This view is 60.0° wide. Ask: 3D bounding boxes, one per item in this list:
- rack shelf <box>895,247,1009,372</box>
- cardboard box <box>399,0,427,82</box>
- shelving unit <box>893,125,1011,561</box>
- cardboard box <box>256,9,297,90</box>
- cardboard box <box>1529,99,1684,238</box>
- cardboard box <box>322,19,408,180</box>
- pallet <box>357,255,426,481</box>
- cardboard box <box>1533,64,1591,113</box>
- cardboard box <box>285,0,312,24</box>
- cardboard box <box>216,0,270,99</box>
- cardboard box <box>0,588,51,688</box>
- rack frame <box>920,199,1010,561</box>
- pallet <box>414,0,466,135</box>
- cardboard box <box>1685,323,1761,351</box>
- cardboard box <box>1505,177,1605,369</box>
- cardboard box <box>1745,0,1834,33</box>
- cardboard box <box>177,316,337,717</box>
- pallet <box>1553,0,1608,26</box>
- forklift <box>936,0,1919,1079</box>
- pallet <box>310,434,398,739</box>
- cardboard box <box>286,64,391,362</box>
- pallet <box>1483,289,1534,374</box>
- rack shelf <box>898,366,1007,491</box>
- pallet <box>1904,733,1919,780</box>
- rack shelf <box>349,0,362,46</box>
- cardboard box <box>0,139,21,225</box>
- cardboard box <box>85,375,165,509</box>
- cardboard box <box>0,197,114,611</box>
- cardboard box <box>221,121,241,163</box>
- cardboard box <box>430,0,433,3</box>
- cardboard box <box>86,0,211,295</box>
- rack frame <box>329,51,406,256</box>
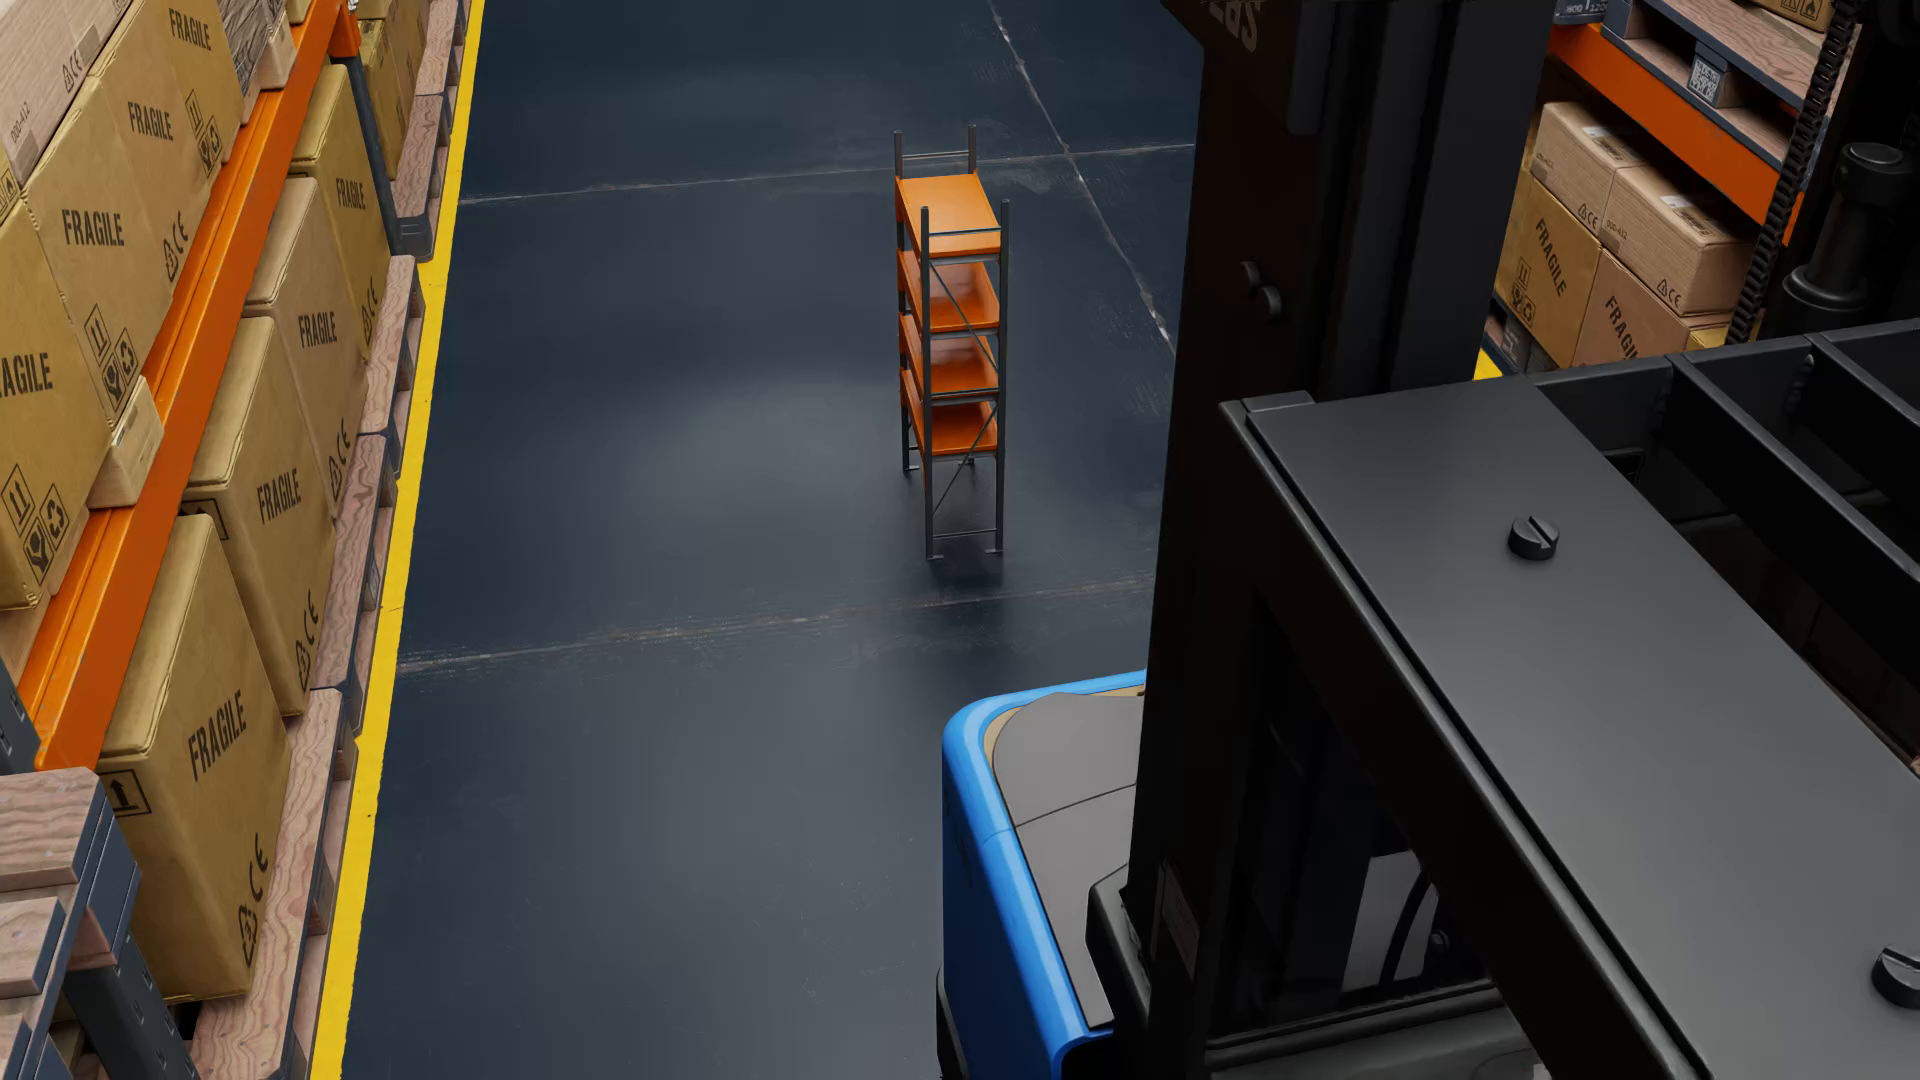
[{"bbox_3d":[-0.029,-0.697,4.915,0.258,0.148,0.480,-6,38,-8],"label":"rack shelf"},{"bbox_3d":[-2.863,-2.397,7.586,0.700,0.500,0.500,-5,38,-7],"label":"cardboard box"},{"bbox_3d":[-0.029,-0.574,5.011,0.258,1.200,0.503,-6,38,-8],"label":"shelving unit"},{"bbox_3d":[-2.149,-1.412,4.811,0.380,0.149,0.250,-6,38,-8],"label":"cardboard box"},{"bbox_3d":[2.237,-1.237,5.465,0.500,0.250,0.500,-6,38,-8],"label":"cardboard box"},{"bbox_3d":[-2.690,-1.783,6.795,0.700,0.500,0.500,-6,38,-7],"label":"cardboard box"},{"bbox_3d":[-2.450,-0.582,5.828,1.003,0.211,1.213,-6,38,-8],"label":"pallet"},{"bbox_3d":[2.061,-1.545,6.472,0.500,0.500,0.500,-8,39,-10],"label":"cardboard box"},{"bbox_3d":[-2.254,-1.727,5.216,0.380,0.149,0.250,-6,38,-7],"label":"cardboard box"},{"bbox_3d":[-2.152,-1.443,4.322,0.500,0.500,0.500,-6,38,-8],"label":"cardboard box"},{"bbox_3d":[-1.788,0.142,2.811,0.380,0.149,0.250,-7,38,-9],"label":"cardboard box"},{"bbox_3d":[0.014,-0.426,4.821,0.240,1.200,0.015,-6,38,-8],"label":"rack frame"},{"bbox_3d":[-2.933,-2.246,7.970,1.003,0.211,1.213,-6,38,-8],"label":"pallet"},{"bbox_3d":[2.432,-0.299,4.869,0.500,0.500,0.500,-8,38,-10],"label":"cardboard box"},{"bbox_3d":[2.246,-0.921,5.670,0.500,0.500,0.500,-6,38,-7],"label":"cardboard box"},{"bbox_3d":[2.587,-1.821,4.726,0.700,0.500,0.500,-16,41,-19],"label":"cardboard box"},{"bbox_3d":[-2.106,-0.030,4.254,0.750,0.750,0.750,-6,38,-8],"label":"cardboard box"},{"bbox_3d":[2.249,-2.106,5.673,1.003,0.211,1.213,-6,38,-8],"label":"pallet"},{"bbox_3d":[0.806,0.800,1.831,1.130,2.935,3.031,-9,39,-11],"label":"forklift"},{"bbox_3d":[-2.233,0.156,4.877,1.003,0.211,1.213,-6,38,-8],"label":"pallet"},{"bbox_3d":[-2.418,-1.080,5.605,0.750,0.750,0.750,-6,38,-7],"label":"cardboard box"},{"bbox_3d":[2.396,-1.088,6.479,1.003,0.211,1.213,-6,38,-8],"label":"pallet"},{"bbox_3d":[-0.029,-0.364,5.174,0.258,0.148,0.480,-6,38,-8],"label":"rack shelf"},{"bbox_3d":[2.824,0.386,4.582,1.003,0.211,1.213,-6,38,-8],"label":"pallet"},{"bbox_3d":[-3.011,-3.065,7.337,1.077,0.370,4.000,-6,38,-8],"label":"rack shelf"},{"bbox_3d":[-1.789,-0.506,2.505,0.500,0.250,0.500,-5,38,-7],"label":"cardboard box"},{"bbox_3d":[-1.787,-0.181,3.226,0.380,0.149,0.250,-5,38,-7],"label":"cardboard box"},{"bbox_3d":[-1.792,-0.211,2.737,0.500,0.500,0.500,-5,38,-7],"label":"cardboard box"},{"bbox_3d":[-2.142,-1.104,4.415,0.380,0.149,0.250,-7,38,-9],"label":"cardboard box"},{"bbox_3d":[-3.052,-3.022,8.390,0.700,0.500,0.500,-6,38,-8],"label":"cardboard box"},{"bbox_3d":[-1.960,-0.828,3.531,0.500,0.500,0.500,-6,38,-8],"label":"cardboard box"},{"bbox_3d":[-2.660,-2.141,5.562,1.000,3.000,0.127,-6,38,-8],"label":"rack frame"}]
